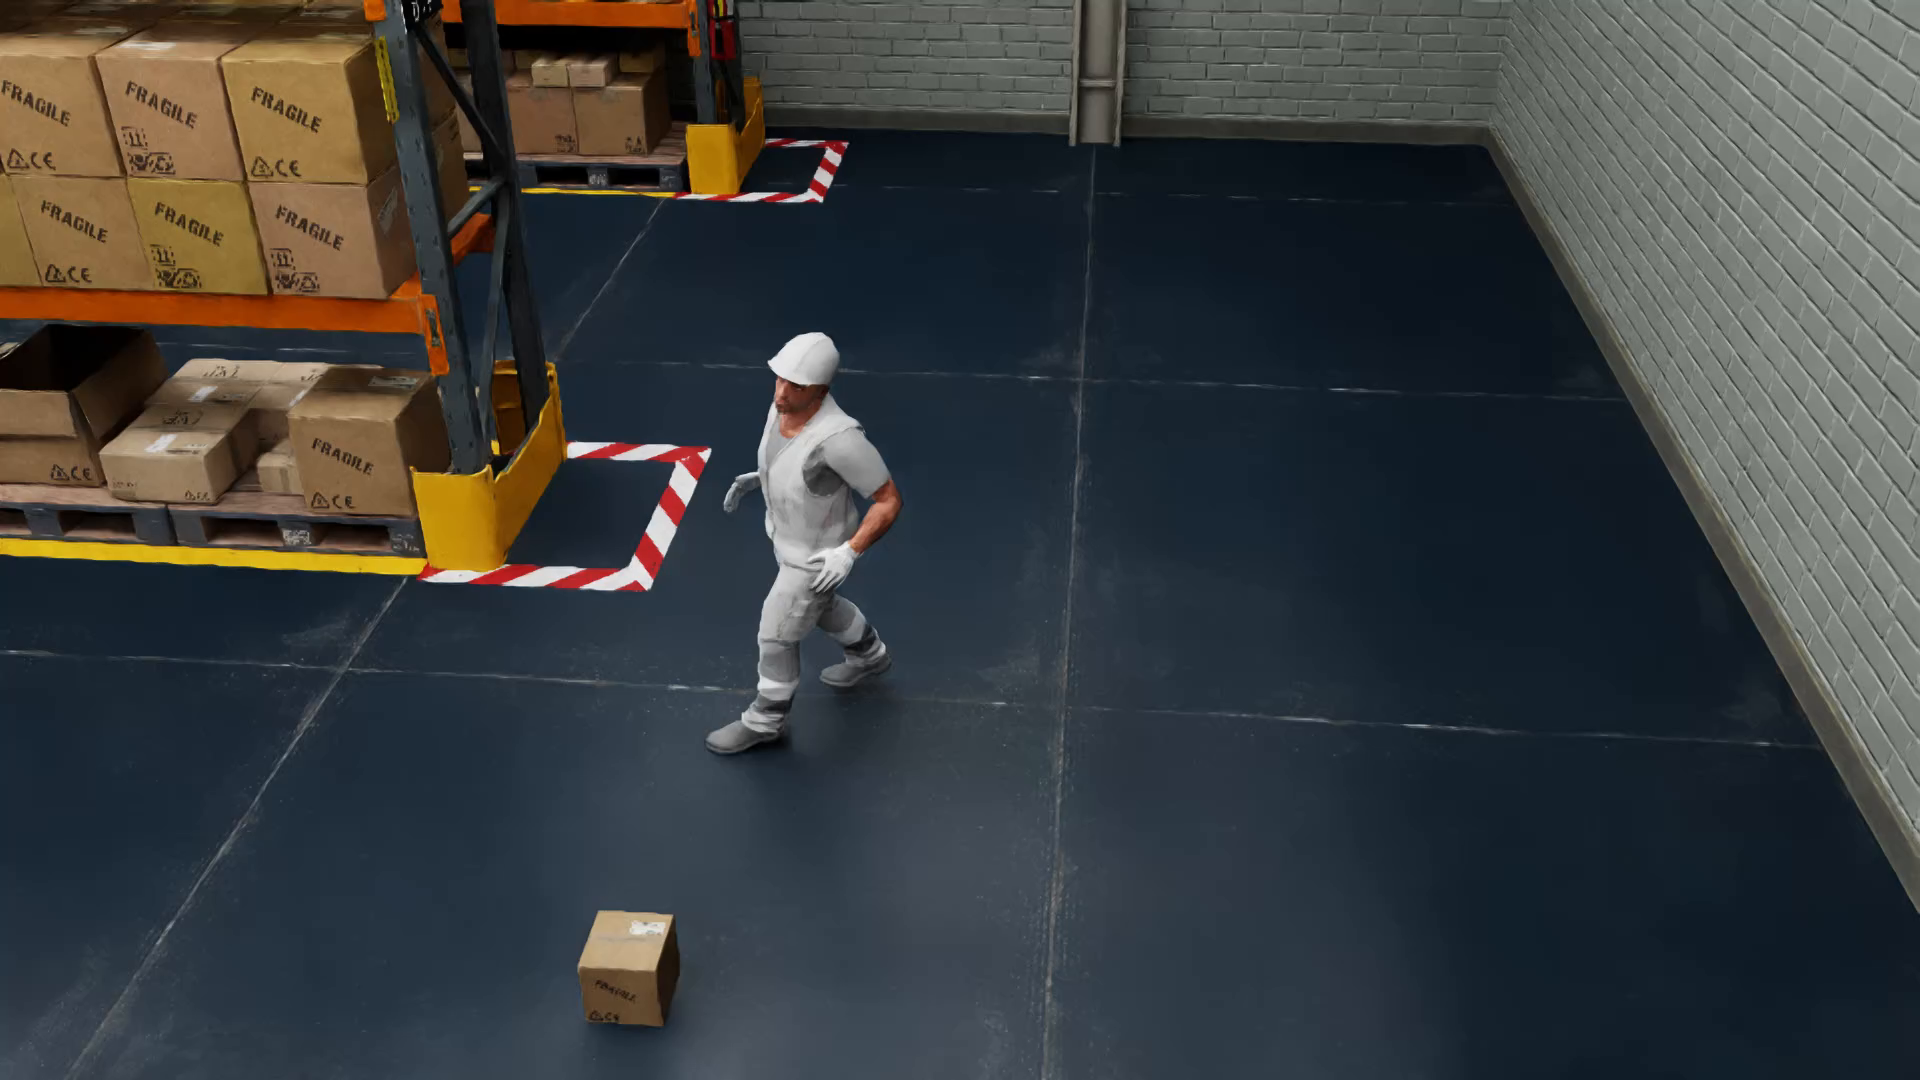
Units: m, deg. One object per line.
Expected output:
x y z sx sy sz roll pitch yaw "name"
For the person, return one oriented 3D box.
-0.553 0.035 6.040 0.822 1.770 0.719 -15 35 -23 "person"
